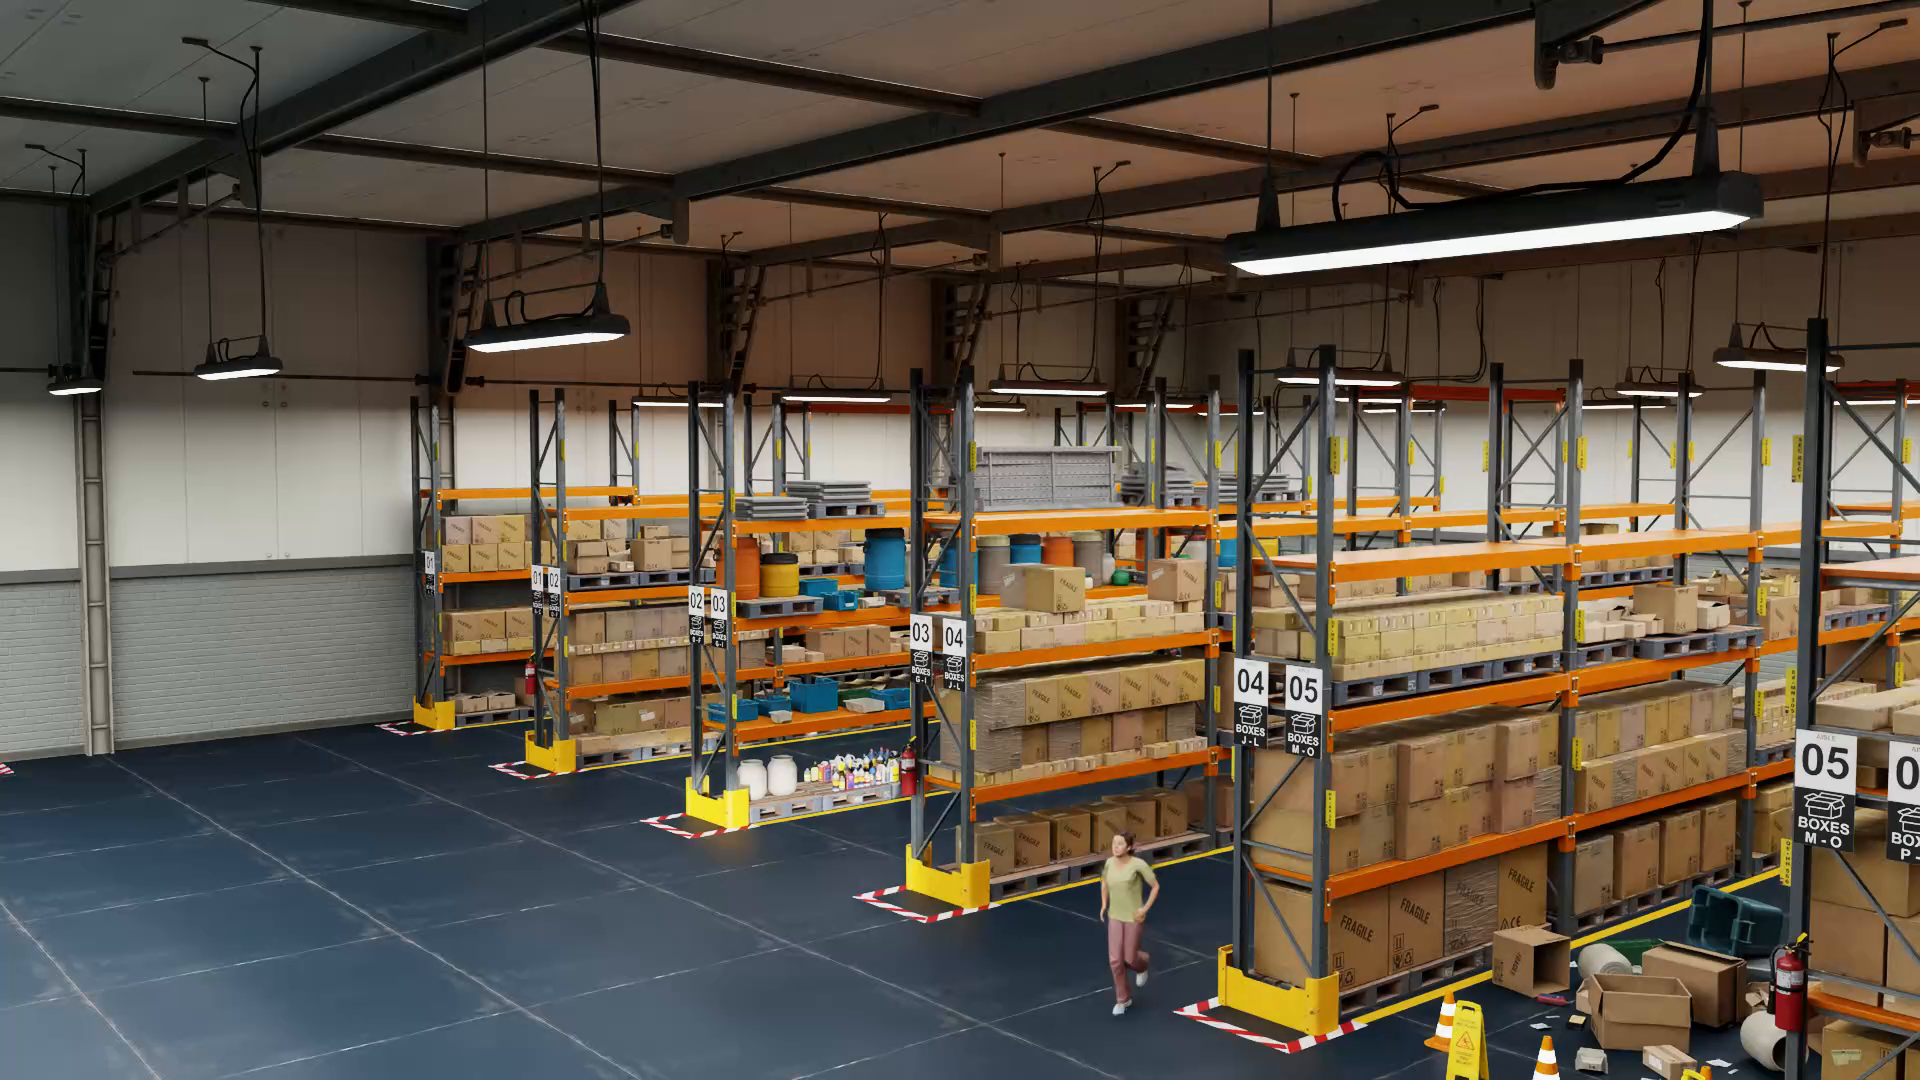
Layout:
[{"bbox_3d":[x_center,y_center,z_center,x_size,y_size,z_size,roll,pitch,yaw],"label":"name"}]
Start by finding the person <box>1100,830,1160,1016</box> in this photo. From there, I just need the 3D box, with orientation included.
[{"bbox_3d":[1.566,3.459,15.214,0.580,1.670,0.630,2,4,32],"label":"person"}]
